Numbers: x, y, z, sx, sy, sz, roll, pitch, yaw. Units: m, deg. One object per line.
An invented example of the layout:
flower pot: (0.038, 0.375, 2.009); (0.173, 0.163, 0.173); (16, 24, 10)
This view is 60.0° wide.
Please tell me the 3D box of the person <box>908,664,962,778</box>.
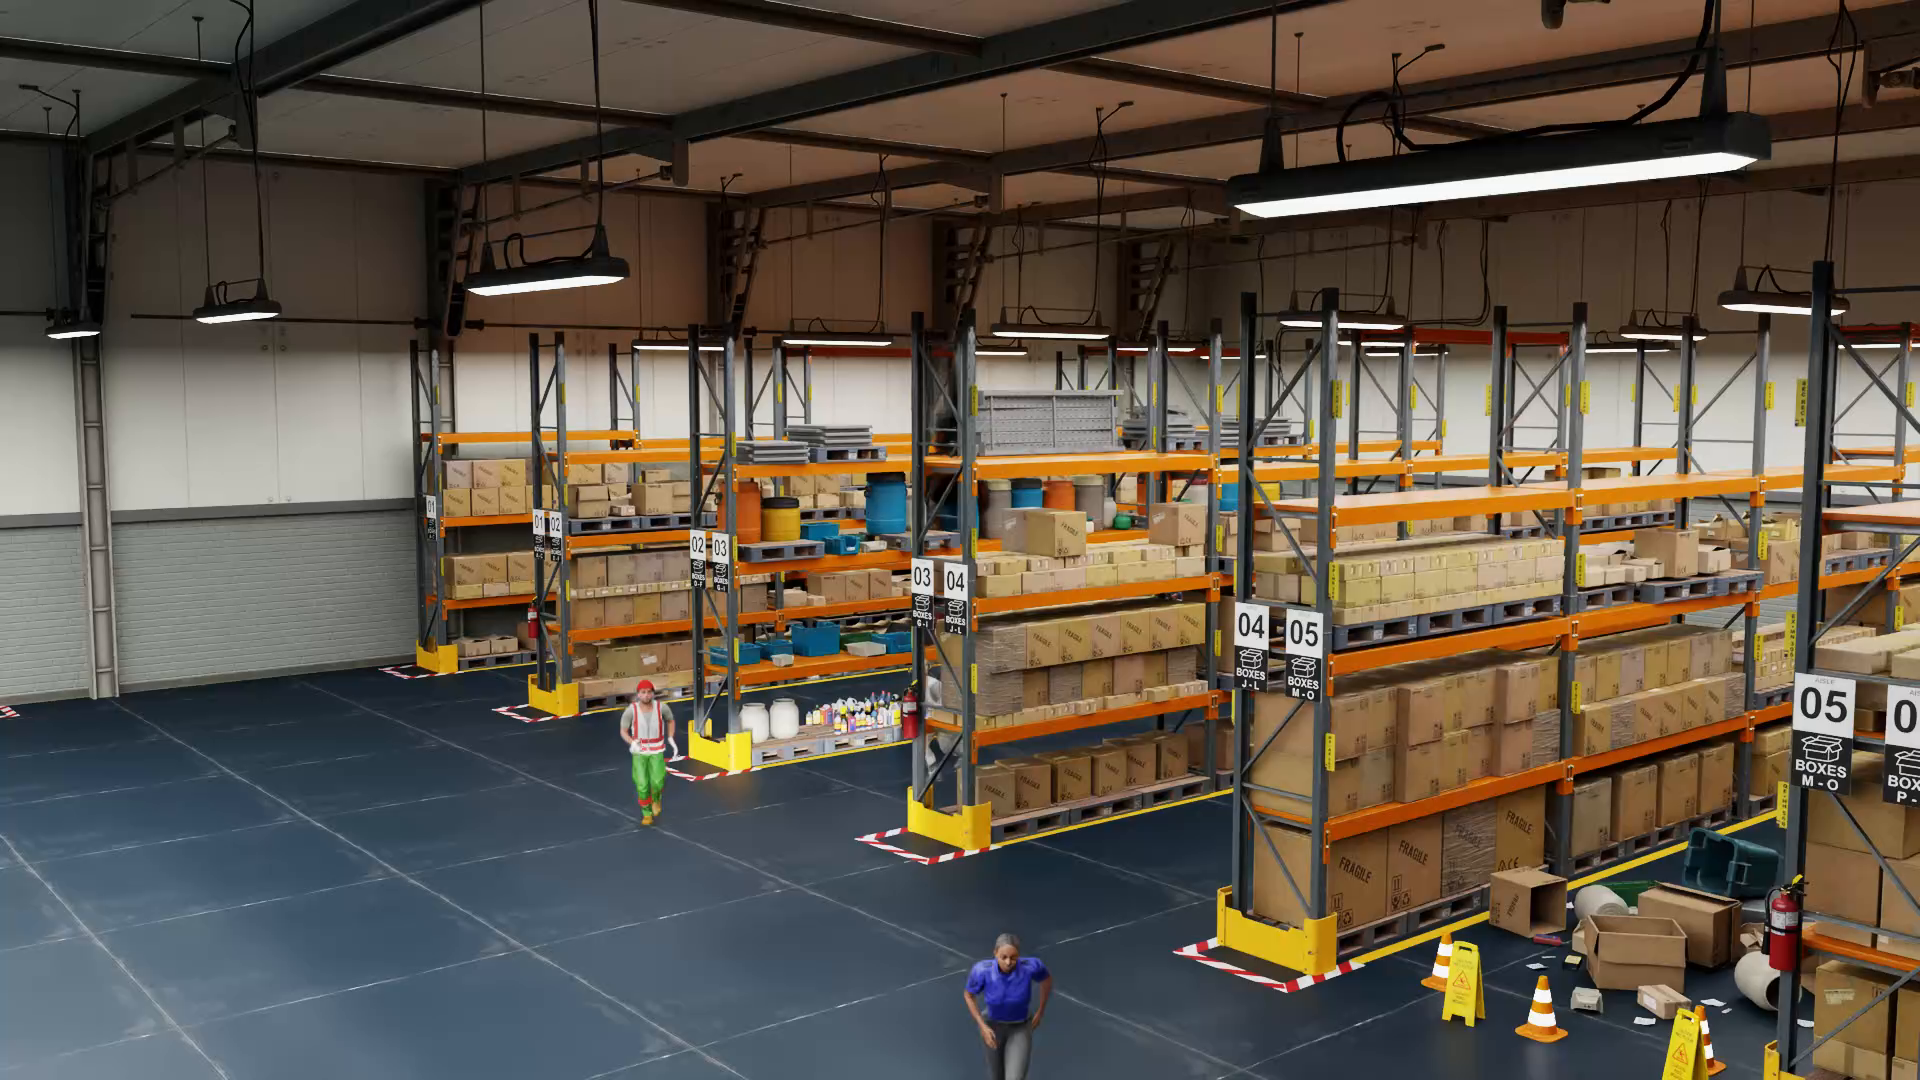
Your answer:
person: (-0.245, 2.255, 21.120); (1.076, 1.536, 0.428); (-5, 7, -43)

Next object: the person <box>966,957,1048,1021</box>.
person: (2.213, 2.575, 19.732); (5.853, 1.613, 17.406); (0, 5, -5)

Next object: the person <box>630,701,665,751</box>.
person: (-3.661, 2.172, 19.482); (0.409, 0.570, 0.281); (-1, 5, -13)
